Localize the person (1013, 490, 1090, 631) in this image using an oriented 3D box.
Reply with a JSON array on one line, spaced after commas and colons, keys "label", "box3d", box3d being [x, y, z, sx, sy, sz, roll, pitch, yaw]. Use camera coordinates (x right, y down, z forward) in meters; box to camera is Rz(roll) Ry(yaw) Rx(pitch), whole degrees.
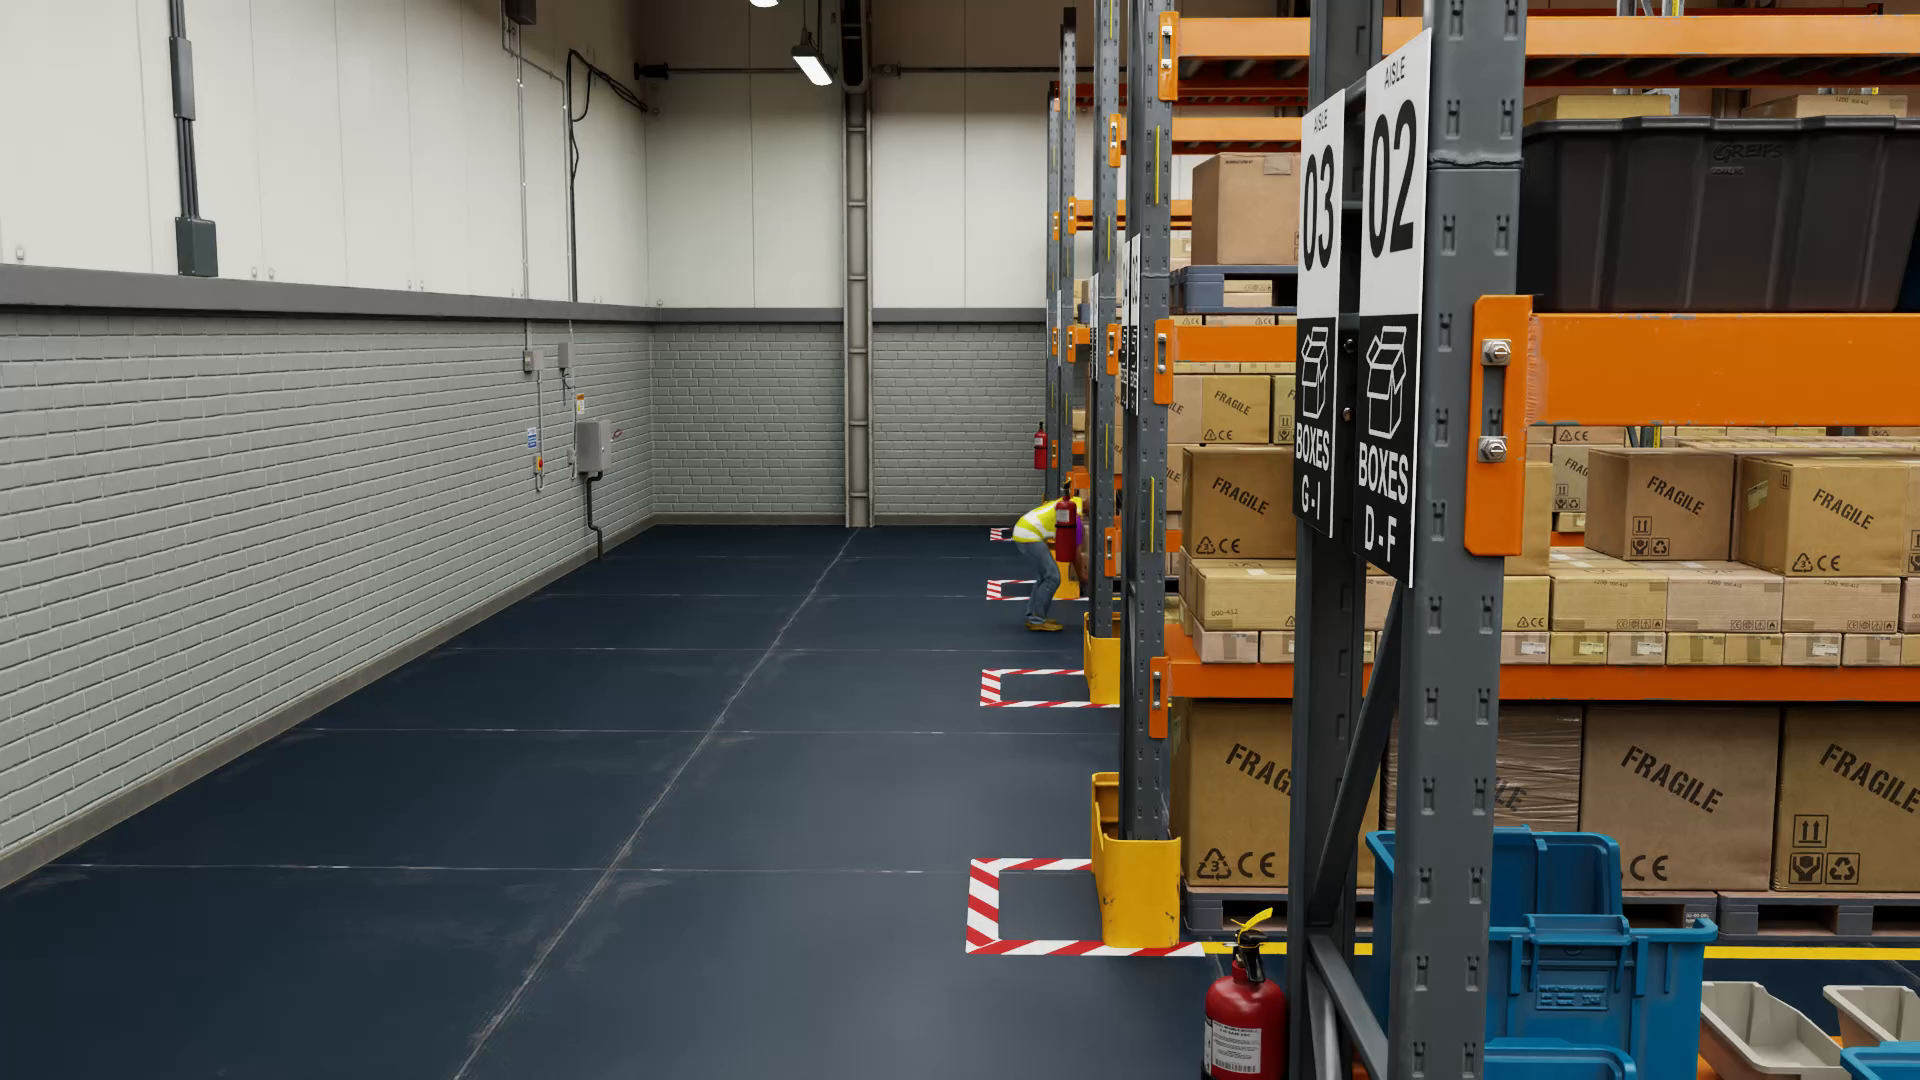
[{"label": "person", "box3d": [0.947, 0.164, 15.553, 0.912, 1.342, 0.491, 0, 7, -1]}]
